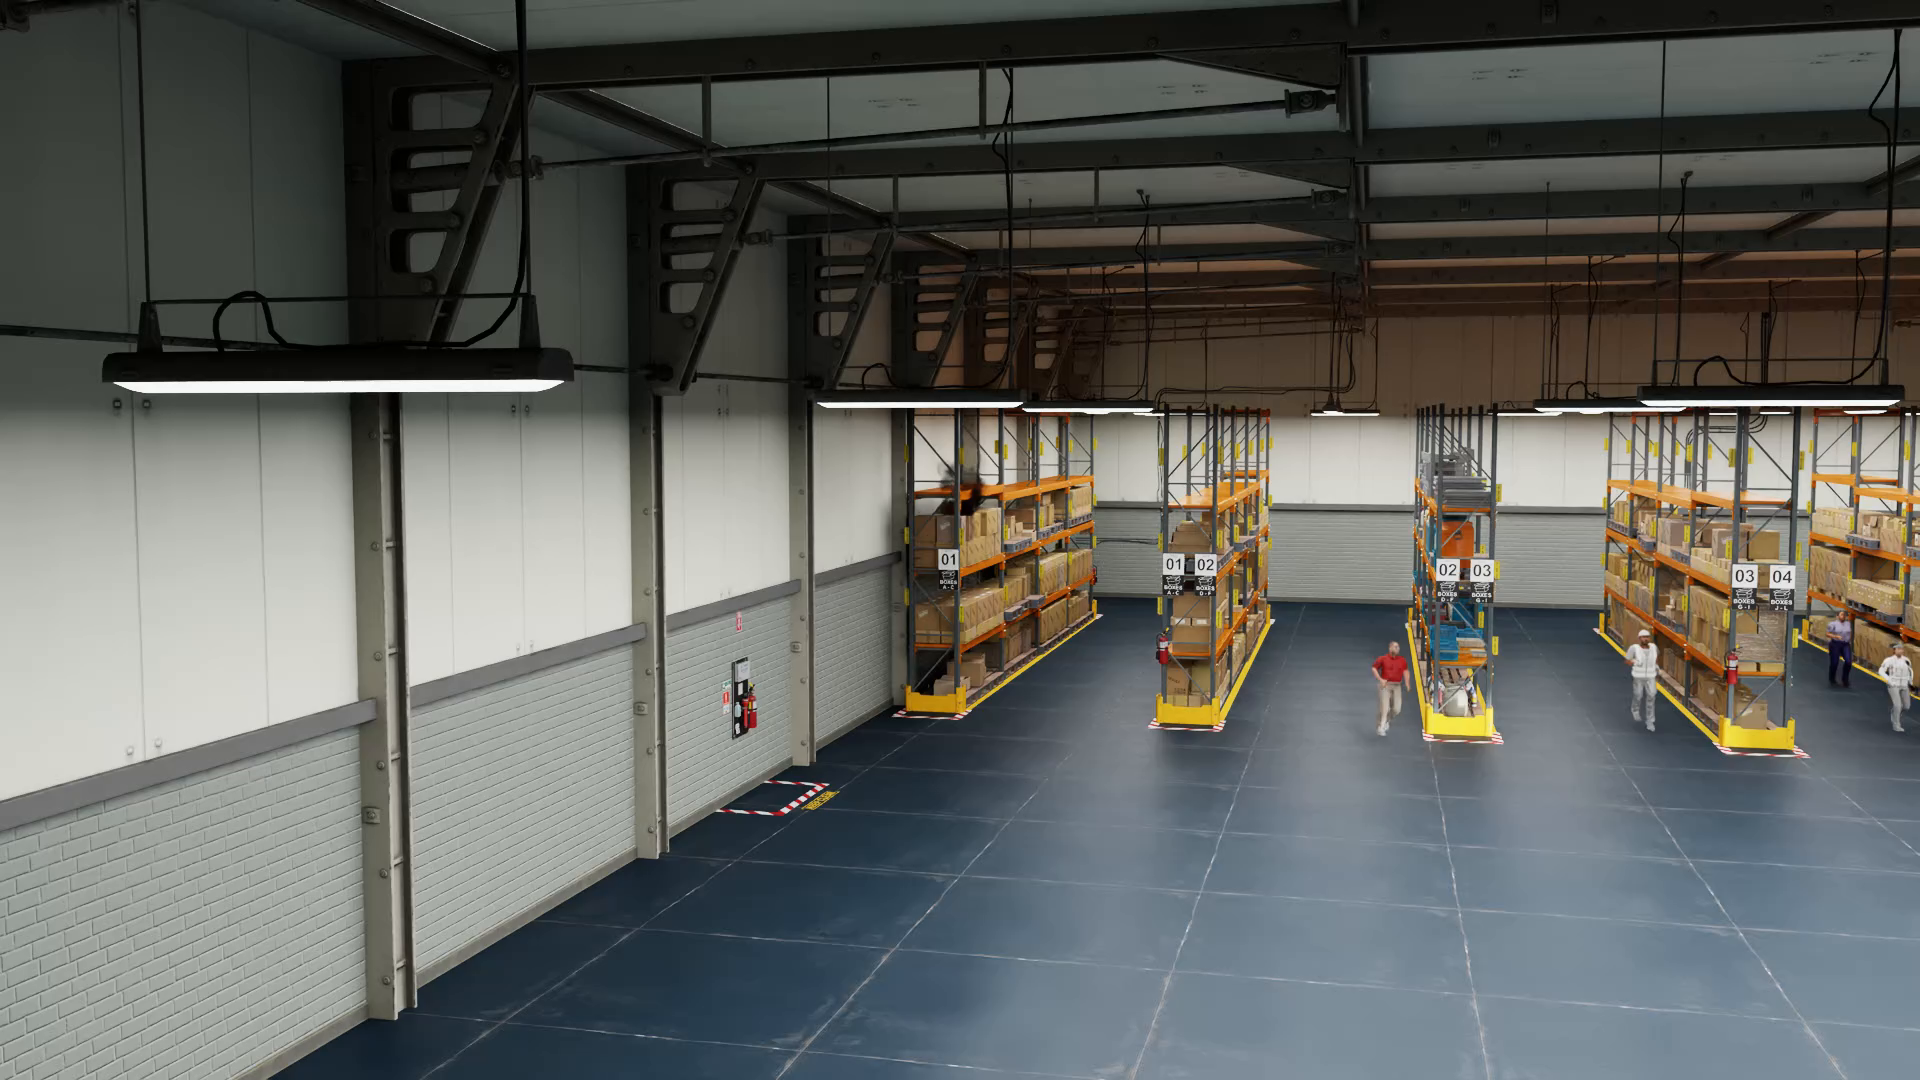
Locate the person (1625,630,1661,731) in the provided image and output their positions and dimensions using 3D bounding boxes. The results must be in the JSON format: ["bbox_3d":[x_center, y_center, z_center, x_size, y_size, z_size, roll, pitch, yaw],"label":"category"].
[{"bbox_3d":[12.700,2.568,30.913,0.672,1.819,0.928,1,4,11],"label":"person"}]

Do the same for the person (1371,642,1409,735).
[{"bbox_3d":[7.845,2.694,30.179,0.735,1.680,0.497,-1,4,-8],"label":"person"}]

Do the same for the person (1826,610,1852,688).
[{"bbox_3d":[18.817,2.334,35.576,0.592,1.699,0.725,1,4,9],"label":"person"}]

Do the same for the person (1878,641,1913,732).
[{"bbox_3d":[17.221,2.670,30.582,0.615,1.647,0.589,0,4,4],"label":"person"}]
